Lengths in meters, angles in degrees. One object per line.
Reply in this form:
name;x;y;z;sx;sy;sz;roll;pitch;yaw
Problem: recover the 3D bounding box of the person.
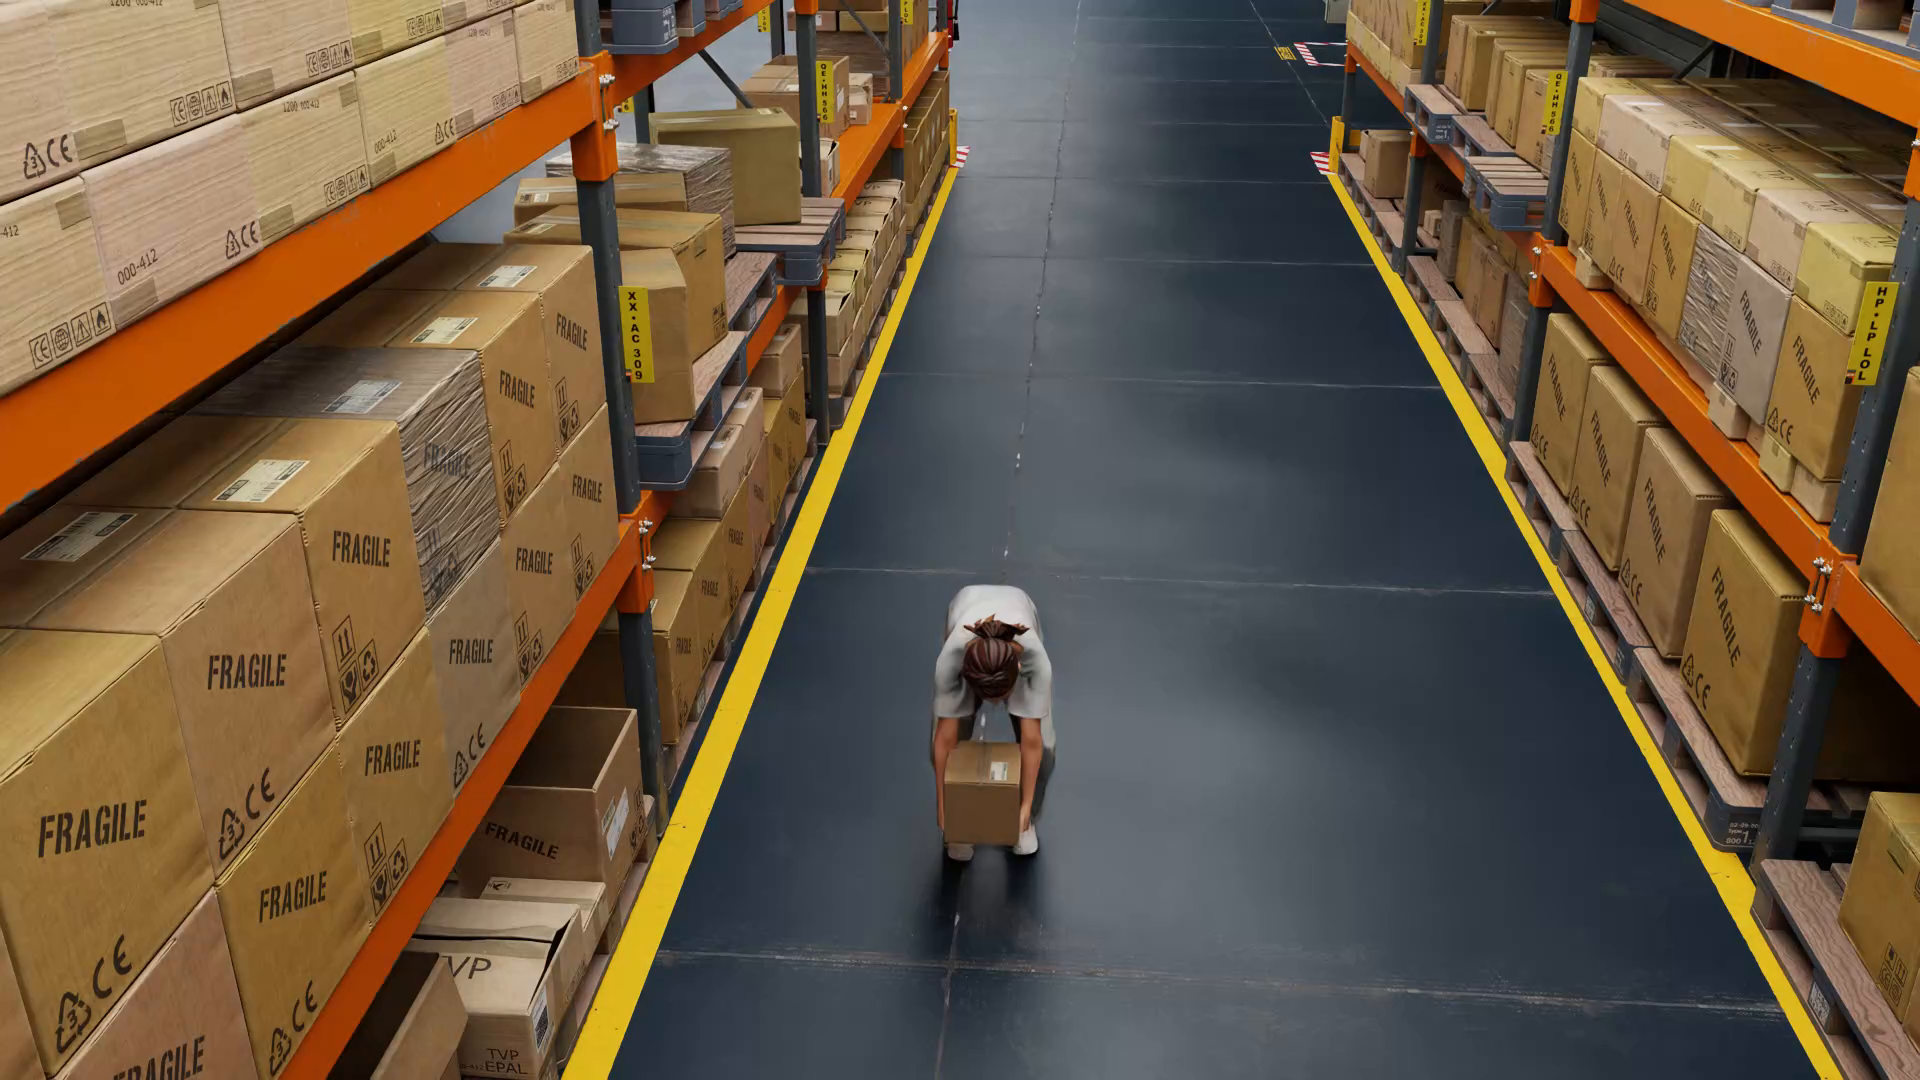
person;0.115;0.681;5.822;0.448;1.093;0.858;1;25;2
